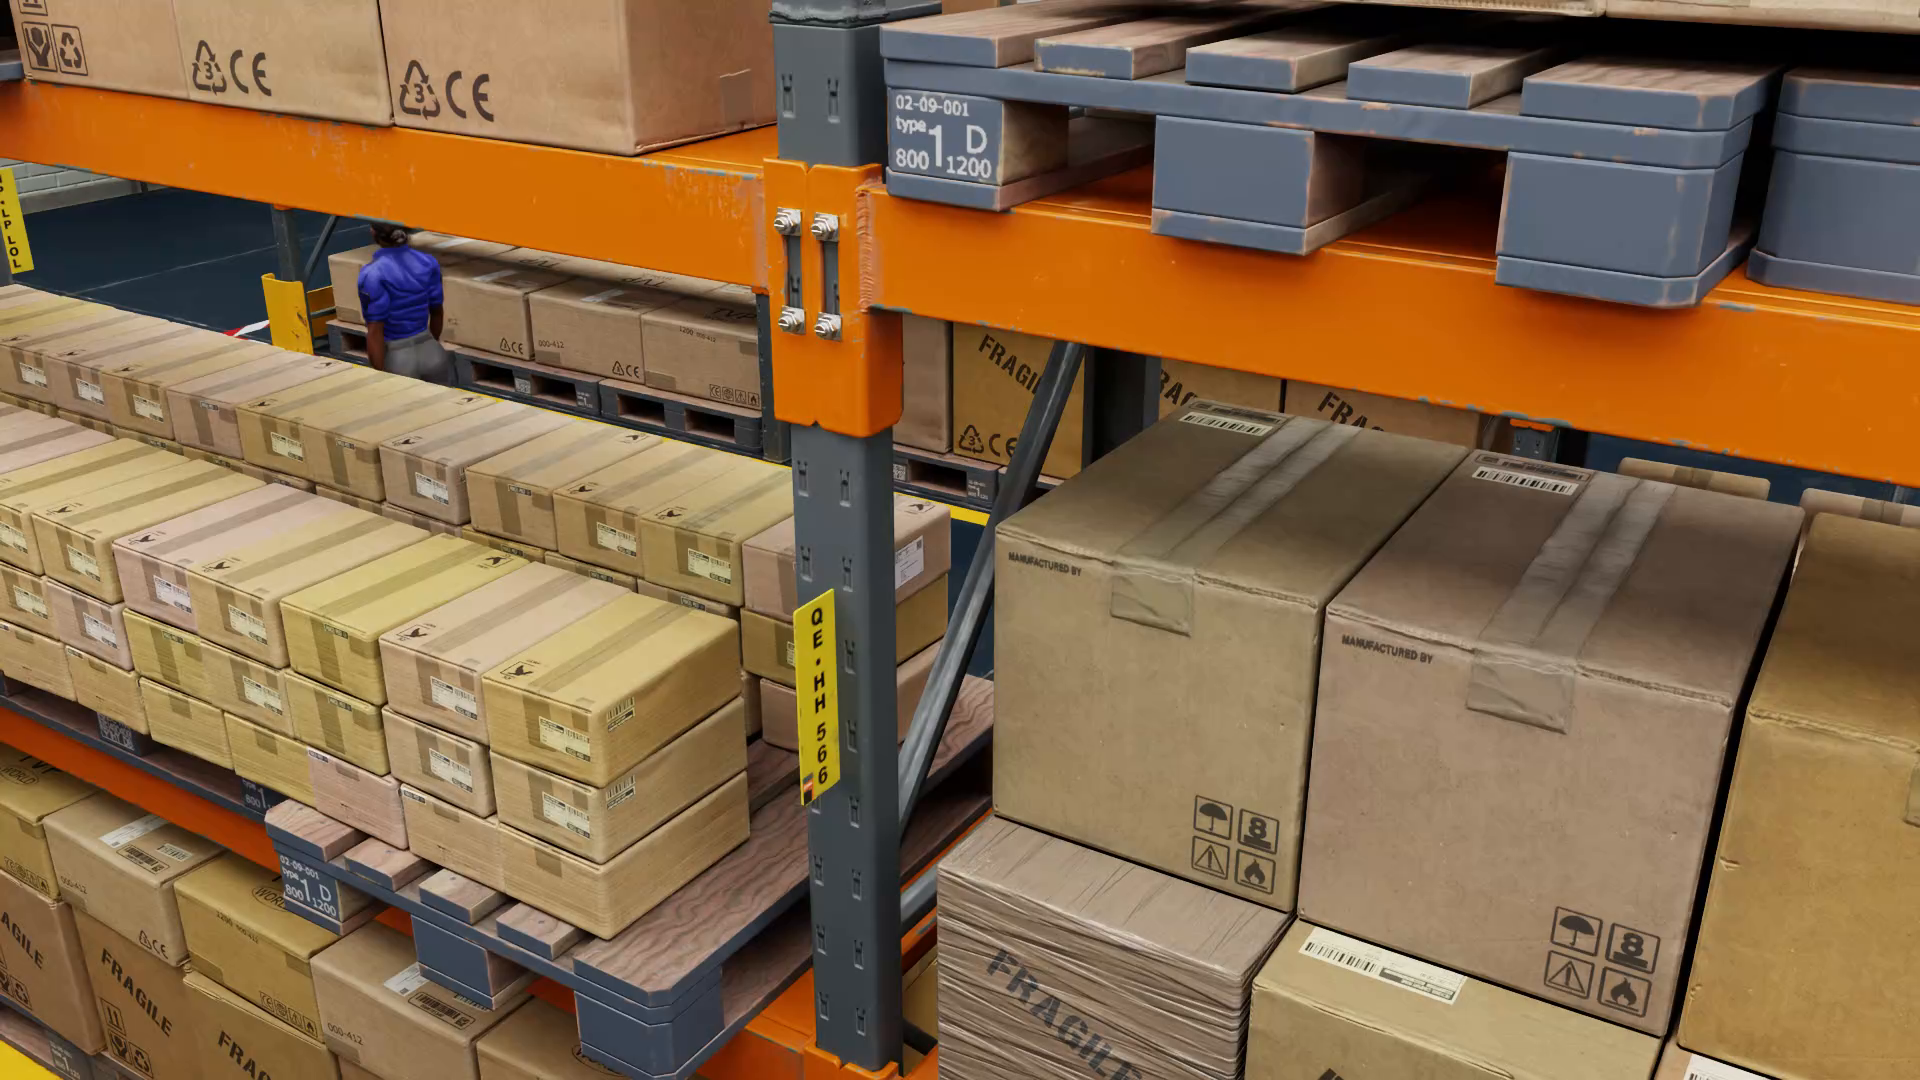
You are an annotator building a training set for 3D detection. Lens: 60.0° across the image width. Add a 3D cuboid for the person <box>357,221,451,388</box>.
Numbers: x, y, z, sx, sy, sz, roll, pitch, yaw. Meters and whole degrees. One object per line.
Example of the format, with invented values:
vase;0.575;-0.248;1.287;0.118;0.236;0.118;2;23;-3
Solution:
person;-2.699;-0.821;8.026;0.781;1.676;0.486;20;30;39
